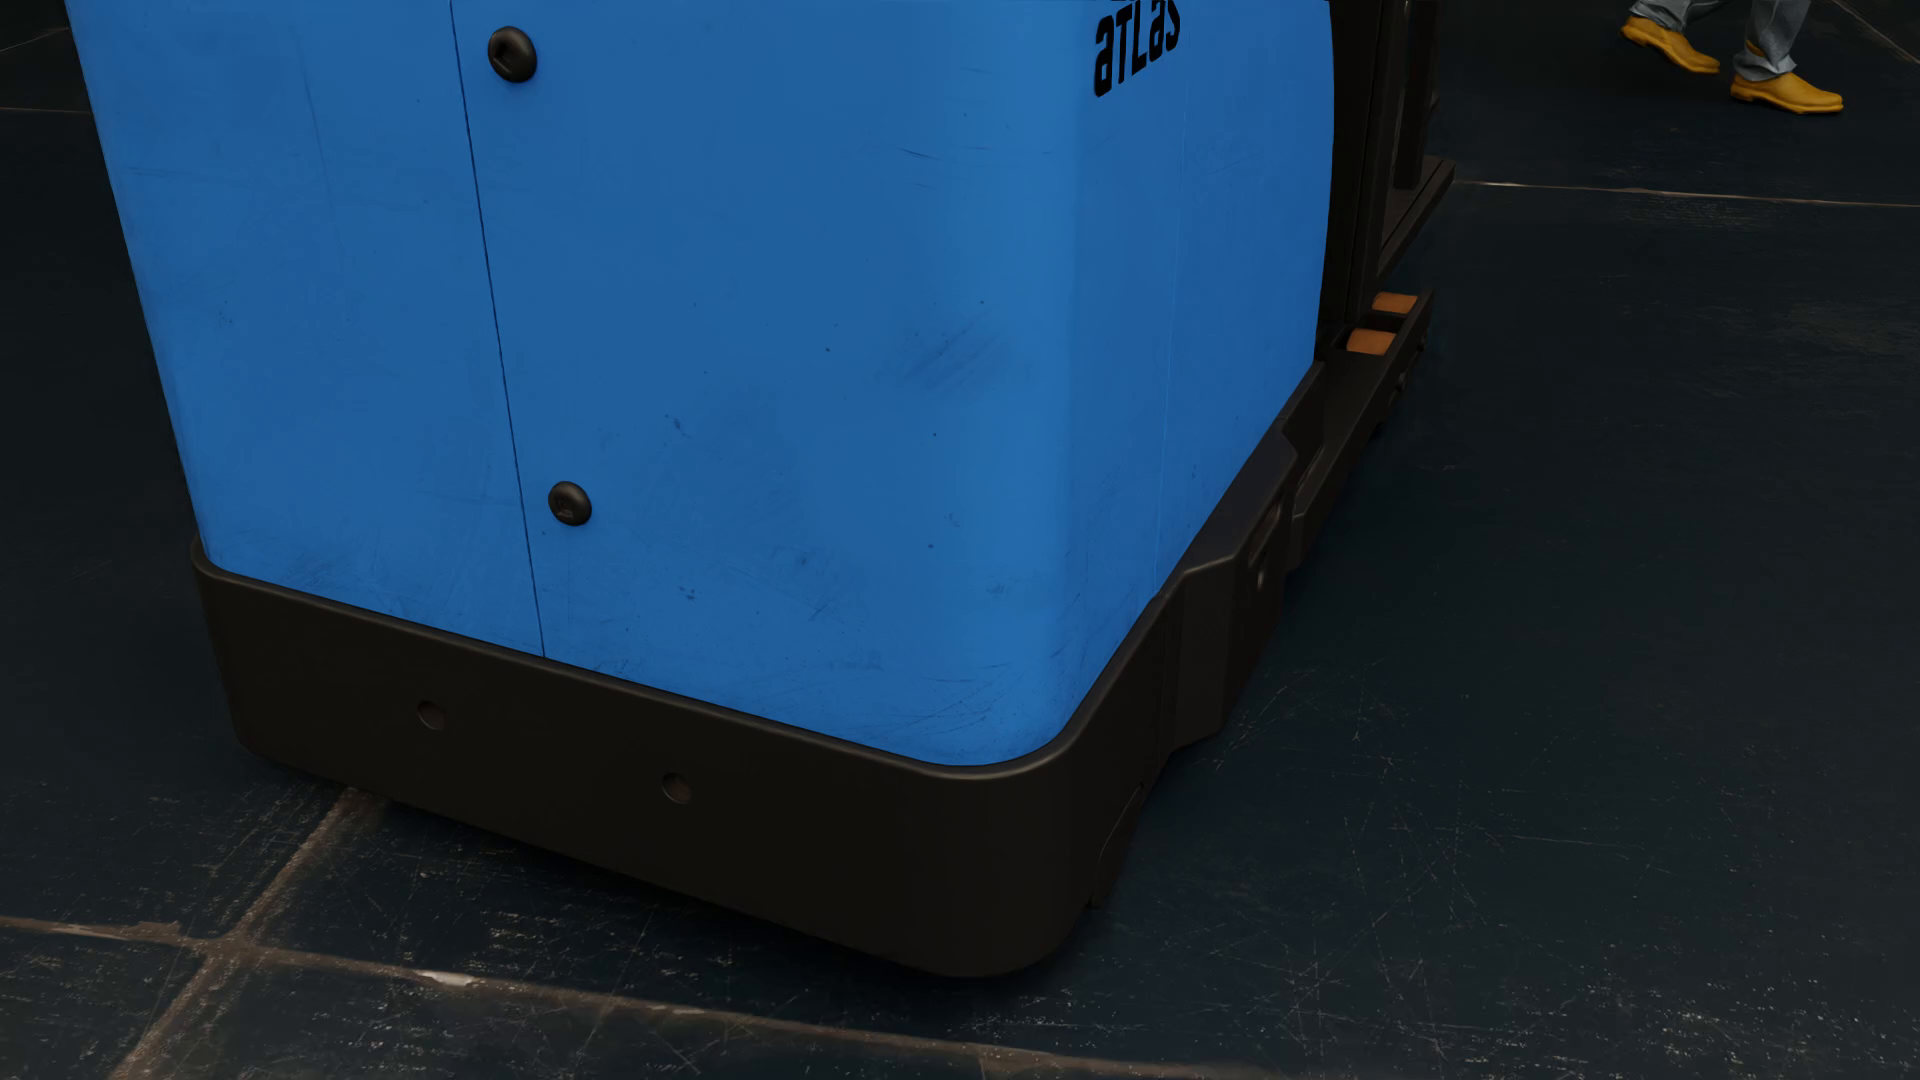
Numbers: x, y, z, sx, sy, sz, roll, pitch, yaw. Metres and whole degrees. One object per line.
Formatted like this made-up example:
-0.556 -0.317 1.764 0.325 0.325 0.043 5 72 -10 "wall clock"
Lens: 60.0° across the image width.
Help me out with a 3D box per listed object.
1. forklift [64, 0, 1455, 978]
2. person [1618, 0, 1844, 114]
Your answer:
0.207 -1.555 2.283 1.130 2.935 3.031 12 31 21 "forklift"
2.247 -1.945 4.319 0.833 1.632 0.918 19 34 31 "person"
